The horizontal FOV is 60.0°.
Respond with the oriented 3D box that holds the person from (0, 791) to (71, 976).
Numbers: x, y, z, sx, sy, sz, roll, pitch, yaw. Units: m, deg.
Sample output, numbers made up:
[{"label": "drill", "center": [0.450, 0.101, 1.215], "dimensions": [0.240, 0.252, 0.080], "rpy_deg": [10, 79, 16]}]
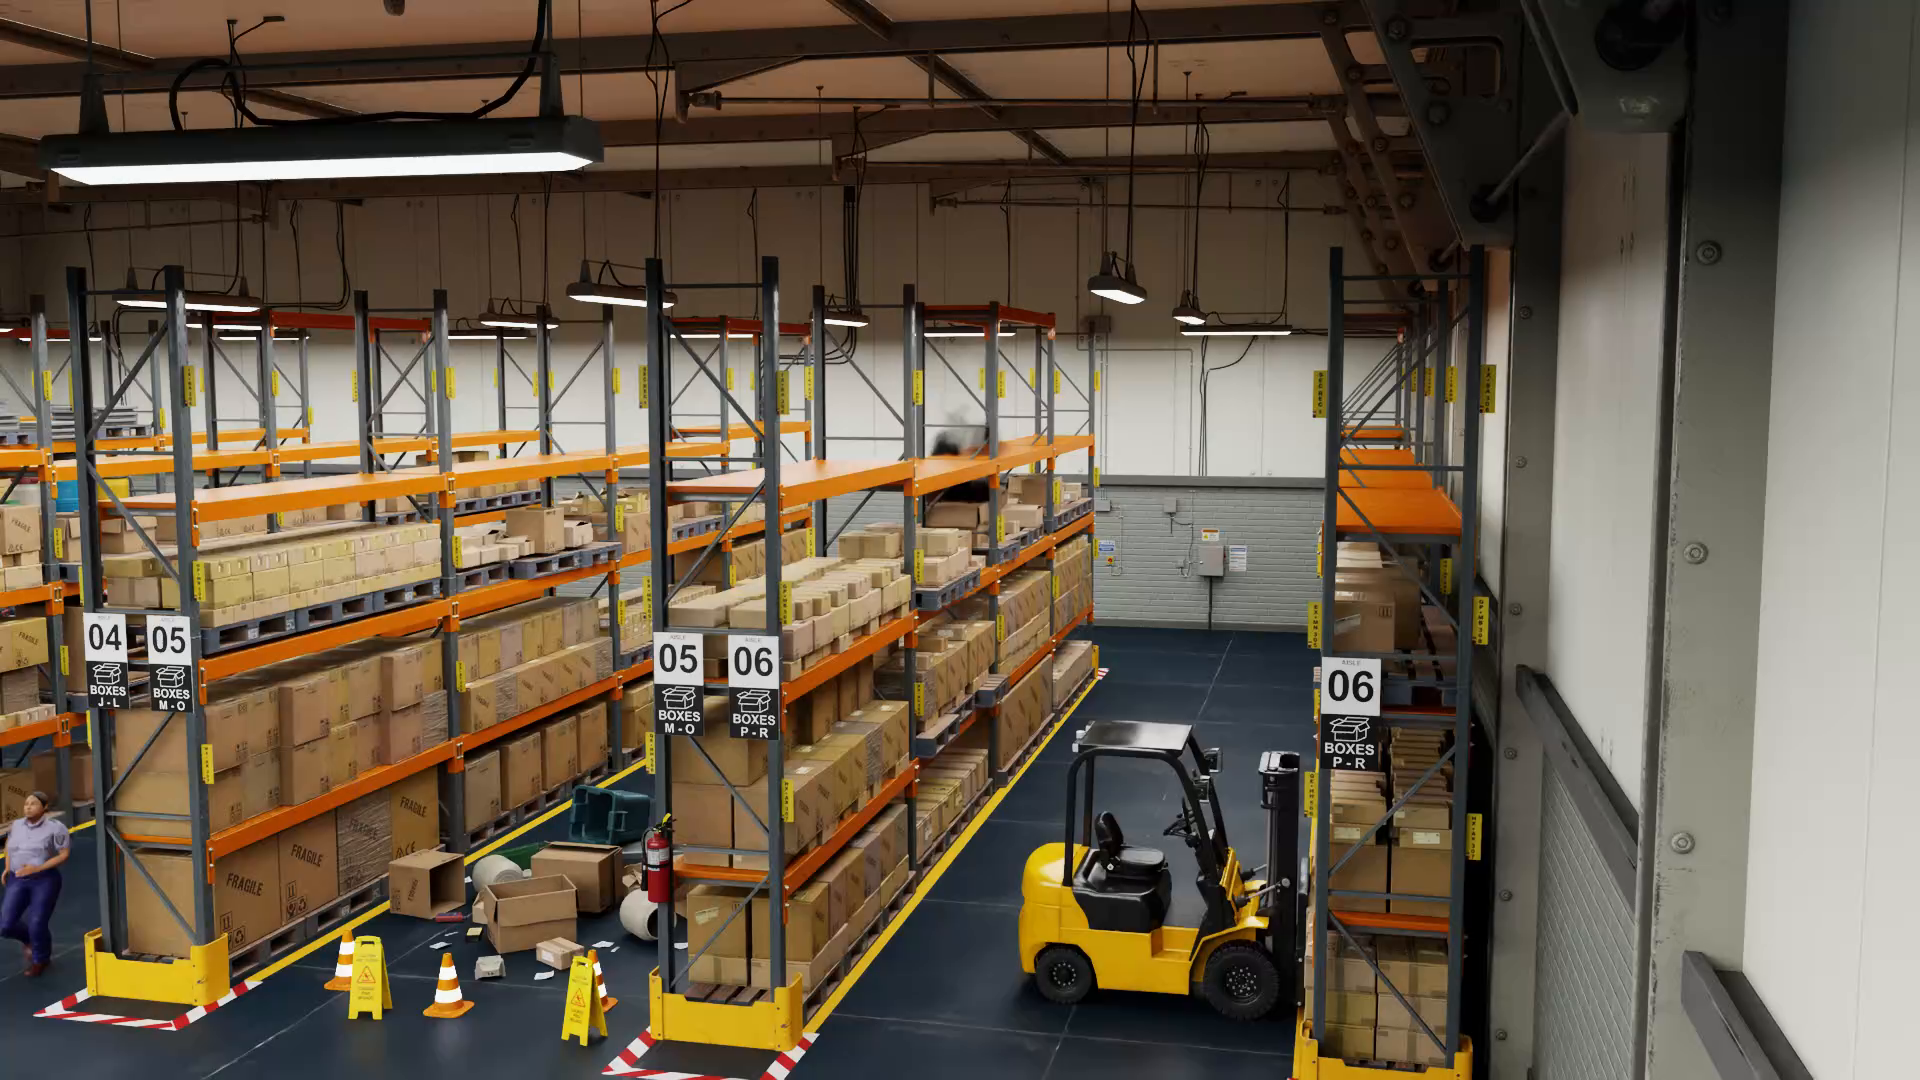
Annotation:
[{"label": "person", "center": [-7.927, 2.947, 14.221], "dimensions": [0.607, 1.576, 0.522], "rpy_deg": [0, 6, -5]}]
